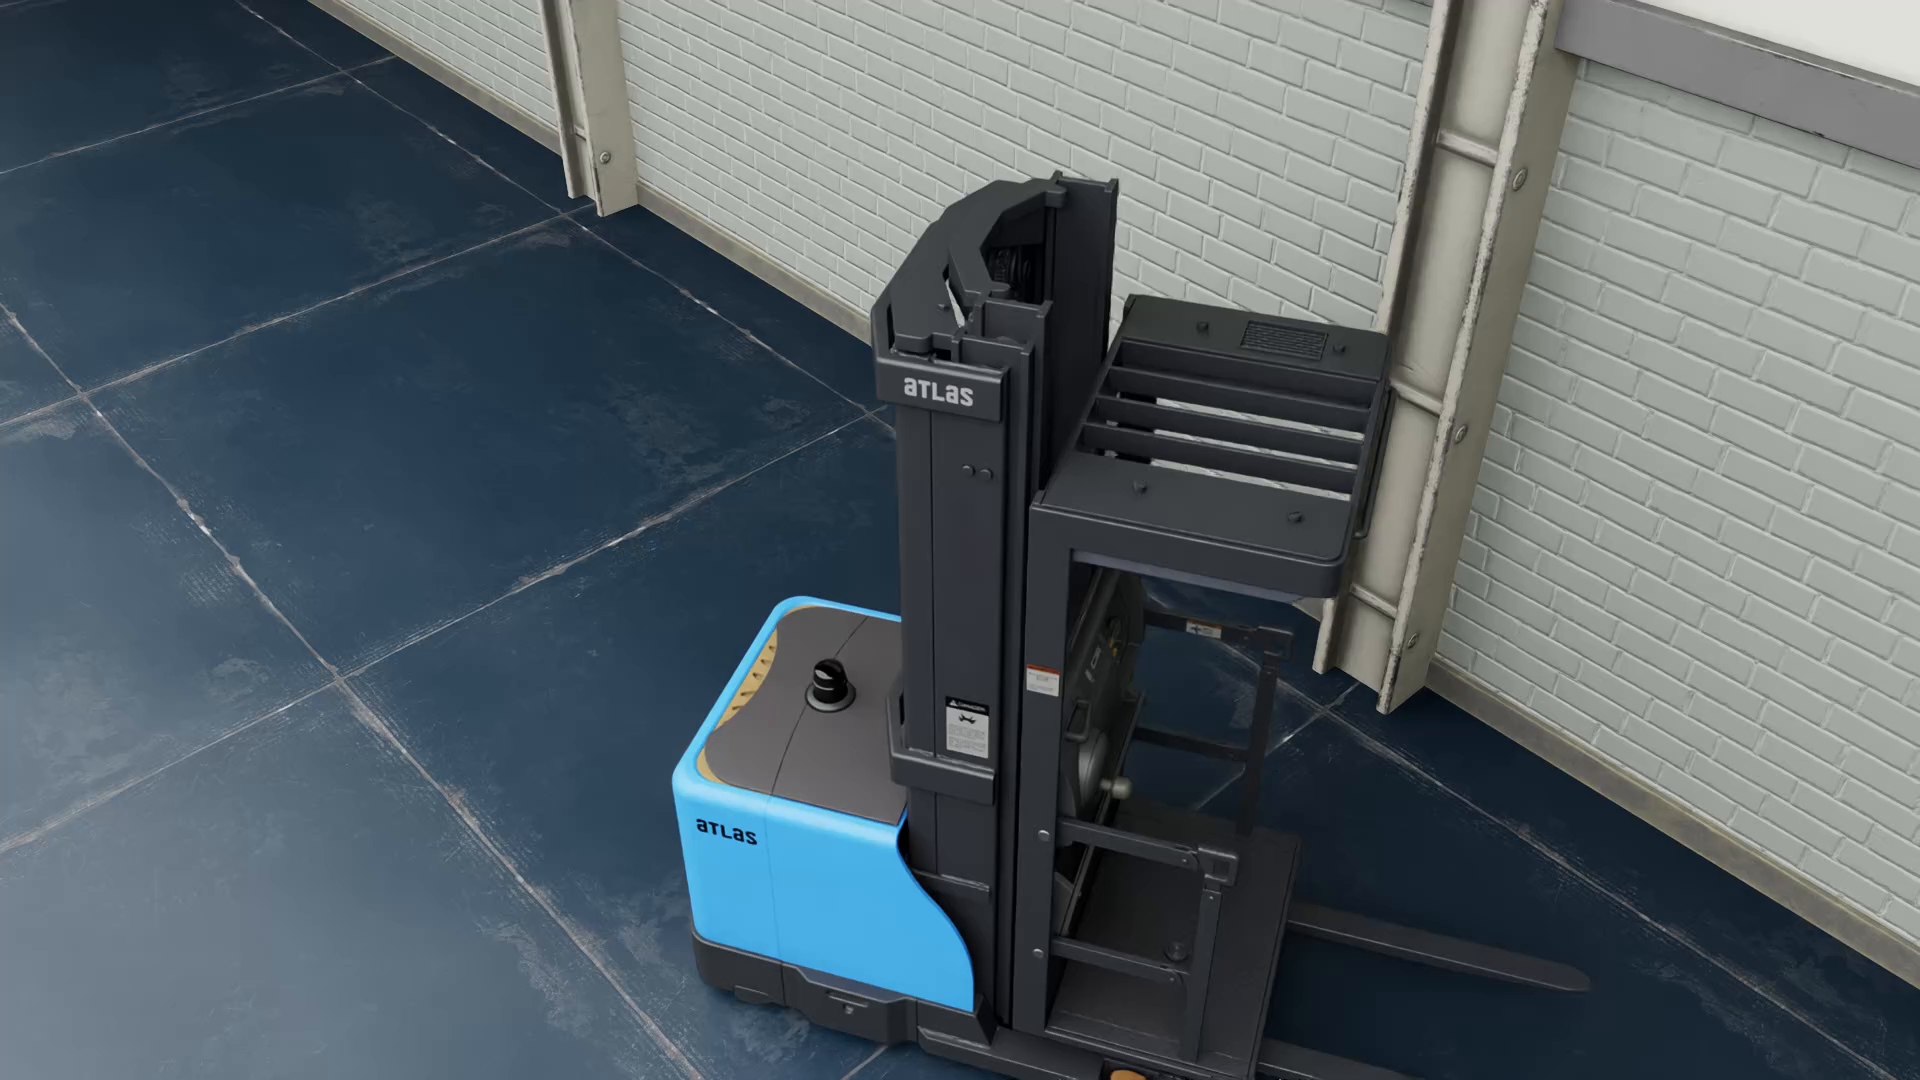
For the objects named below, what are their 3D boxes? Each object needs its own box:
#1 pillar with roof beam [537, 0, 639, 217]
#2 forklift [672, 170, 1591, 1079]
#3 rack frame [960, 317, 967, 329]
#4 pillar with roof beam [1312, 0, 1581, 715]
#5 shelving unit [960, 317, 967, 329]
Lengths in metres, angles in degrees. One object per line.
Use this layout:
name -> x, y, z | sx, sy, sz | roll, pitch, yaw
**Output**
pillar with roof beam -> -5.446, -3.862, 5.578 | 9.100, 9.000, 0.400 | -30, 48, -32
forklift -> 0.630, 0.451, 5.066 | 3.031, 2.935, 1.130 | 11, 40, 14
rack frame -> -0.052, -0.502, 7.625 | 0.240, 1.200, 0.006 | -30, 48, -32
pillar with roof beam -> -1.388, -1.085, 2.140 | 9.100, 9.000, 0.400 | -30, 48, -32
shelving unit -> 0.010, -0.460, 7.573 | 0.258, 1.200, 0.189 | -30, 48, -32
